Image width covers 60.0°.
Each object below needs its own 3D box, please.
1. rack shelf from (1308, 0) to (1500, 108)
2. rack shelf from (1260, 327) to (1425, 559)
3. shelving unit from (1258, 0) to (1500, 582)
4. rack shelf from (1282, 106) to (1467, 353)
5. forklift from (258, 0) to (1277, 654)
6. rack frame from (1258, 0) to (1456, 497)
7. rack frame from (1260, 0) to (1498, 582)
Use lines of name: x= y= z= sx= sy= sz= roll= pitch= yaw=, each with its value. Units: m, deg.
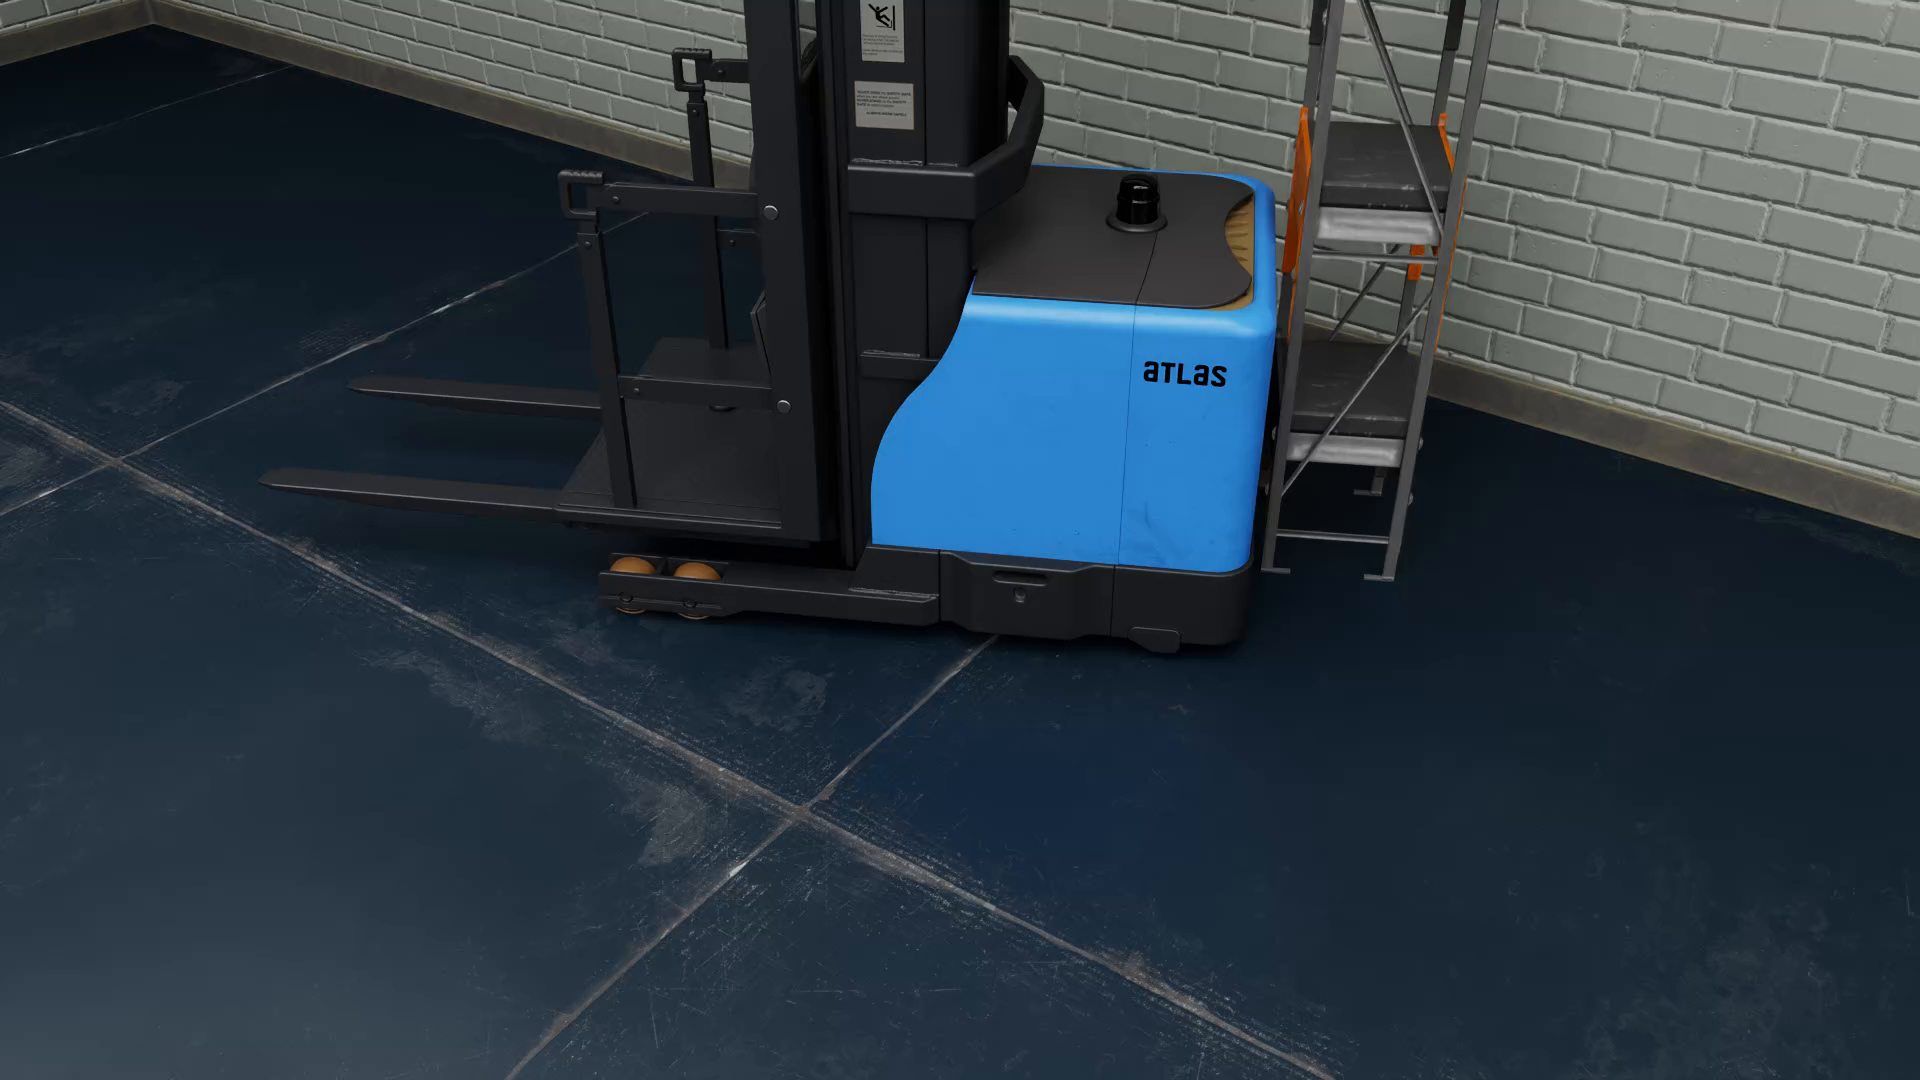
rack shelf: x=1.153 y=-1.464 z=4.315 sx=0.431 sy=0.518 sz=0.480 roll=4 pitch=34 yaw=6
rack shelf: x=1.153 y=-0.304 z=5.100 sx=0.431 sy=0.518 sz=0.480 roll=4 pitch=34 yaw=6
shelving unit: x=1.153 y=-0.896 z=4.700 sx=0.431 sy=2.100 sz=0.503 roll=4 pitch=34 yaw=6
rack shelf: x=1.153 y=-0.884 z=4.708 sx=0.431 sy=0.518 sz=0.480 roll=4 pitch=34 yaw=6
forklift: x=-0.618 y=-1.267 z=4.507 sx=3.031 sy=2.935 sz=1.130 roll=5 pitch=34 yaw=7
rack frame: x=1.185 y=-1.031 z=4.900 sx=0.400 sy=2.100 sz=0.015 roll=4 pitch=34 yaw=6
rack frame: x=1.121 y=-0.760 z=4.500 sx=0.400 sy=2.100 sz=0.015 roll=4 pitch=34 yaw=6
